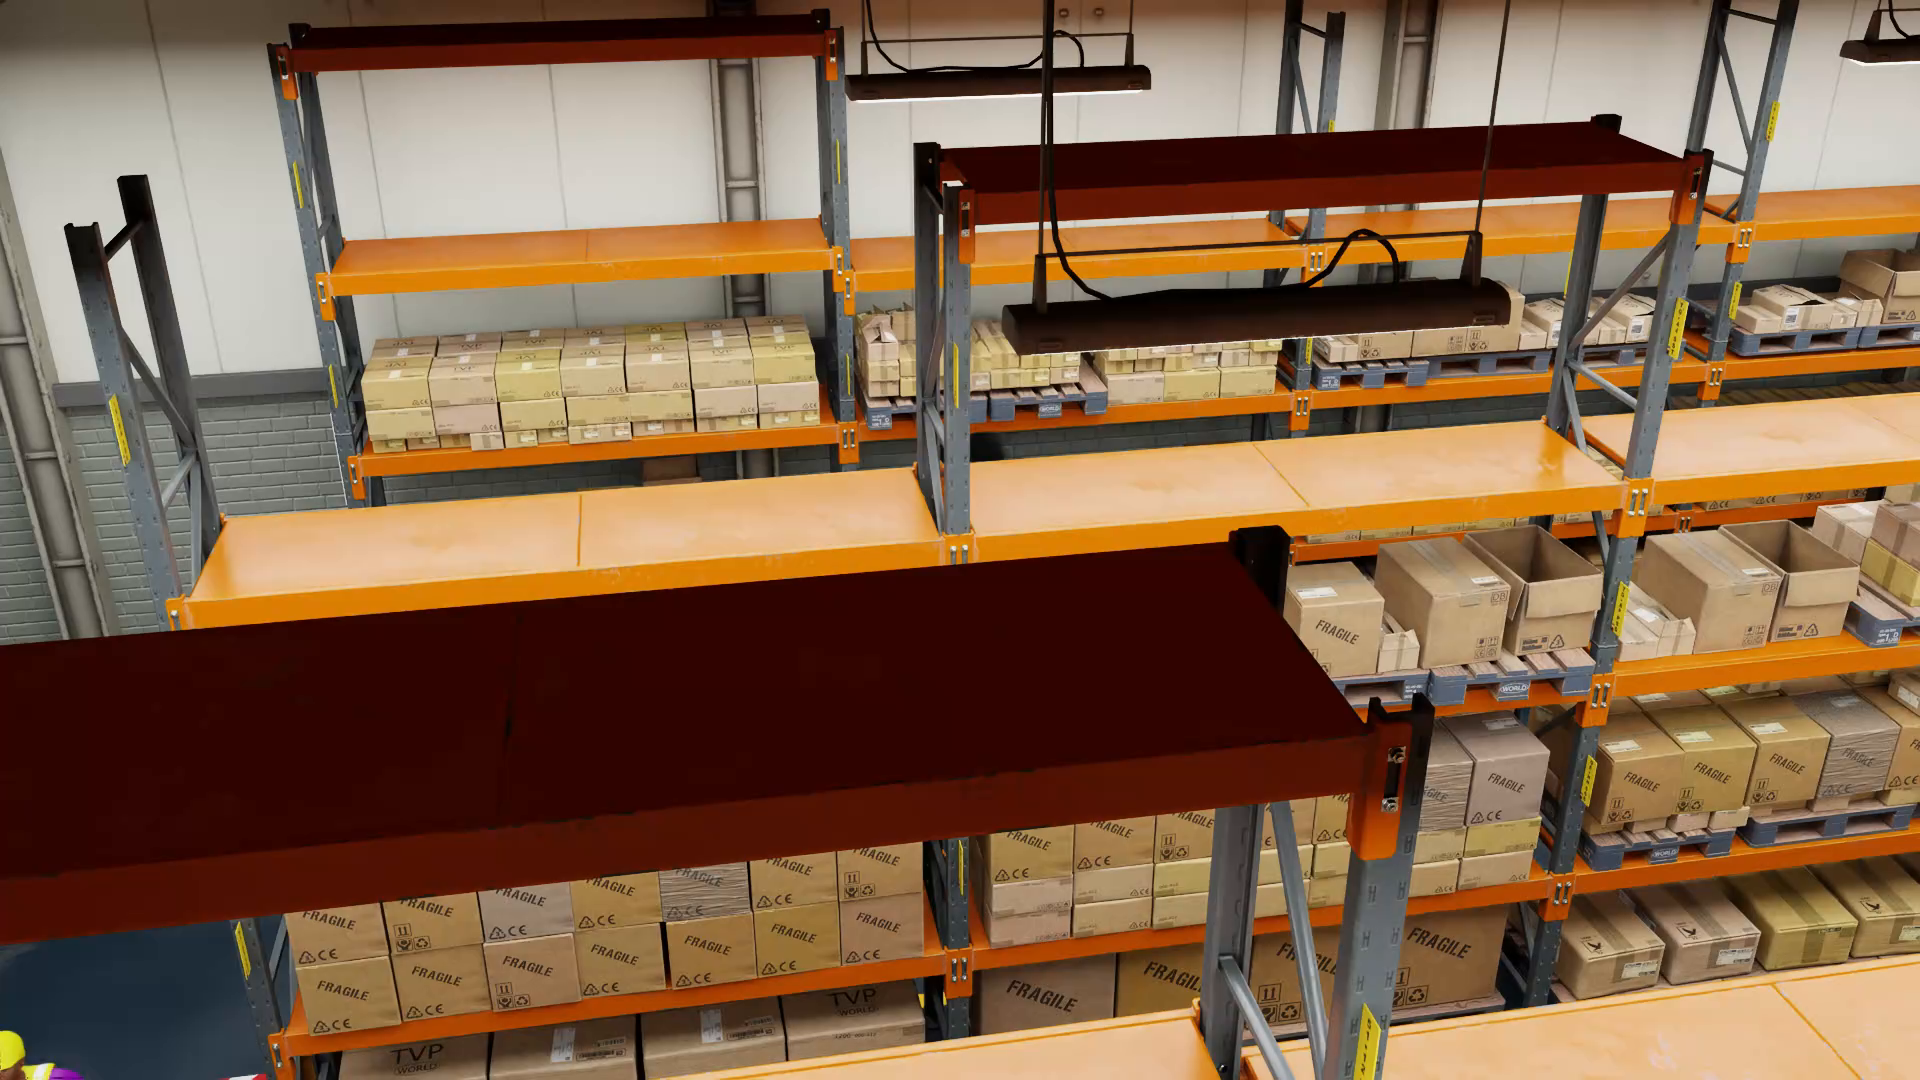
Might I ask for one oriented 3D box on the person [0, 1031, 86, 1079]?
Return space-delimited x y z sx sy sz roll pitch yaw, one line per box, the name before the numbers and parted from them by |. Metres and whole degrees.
person | -5.164 3.420 9.281 0.717 1.727 0.825 -2 26 -3
